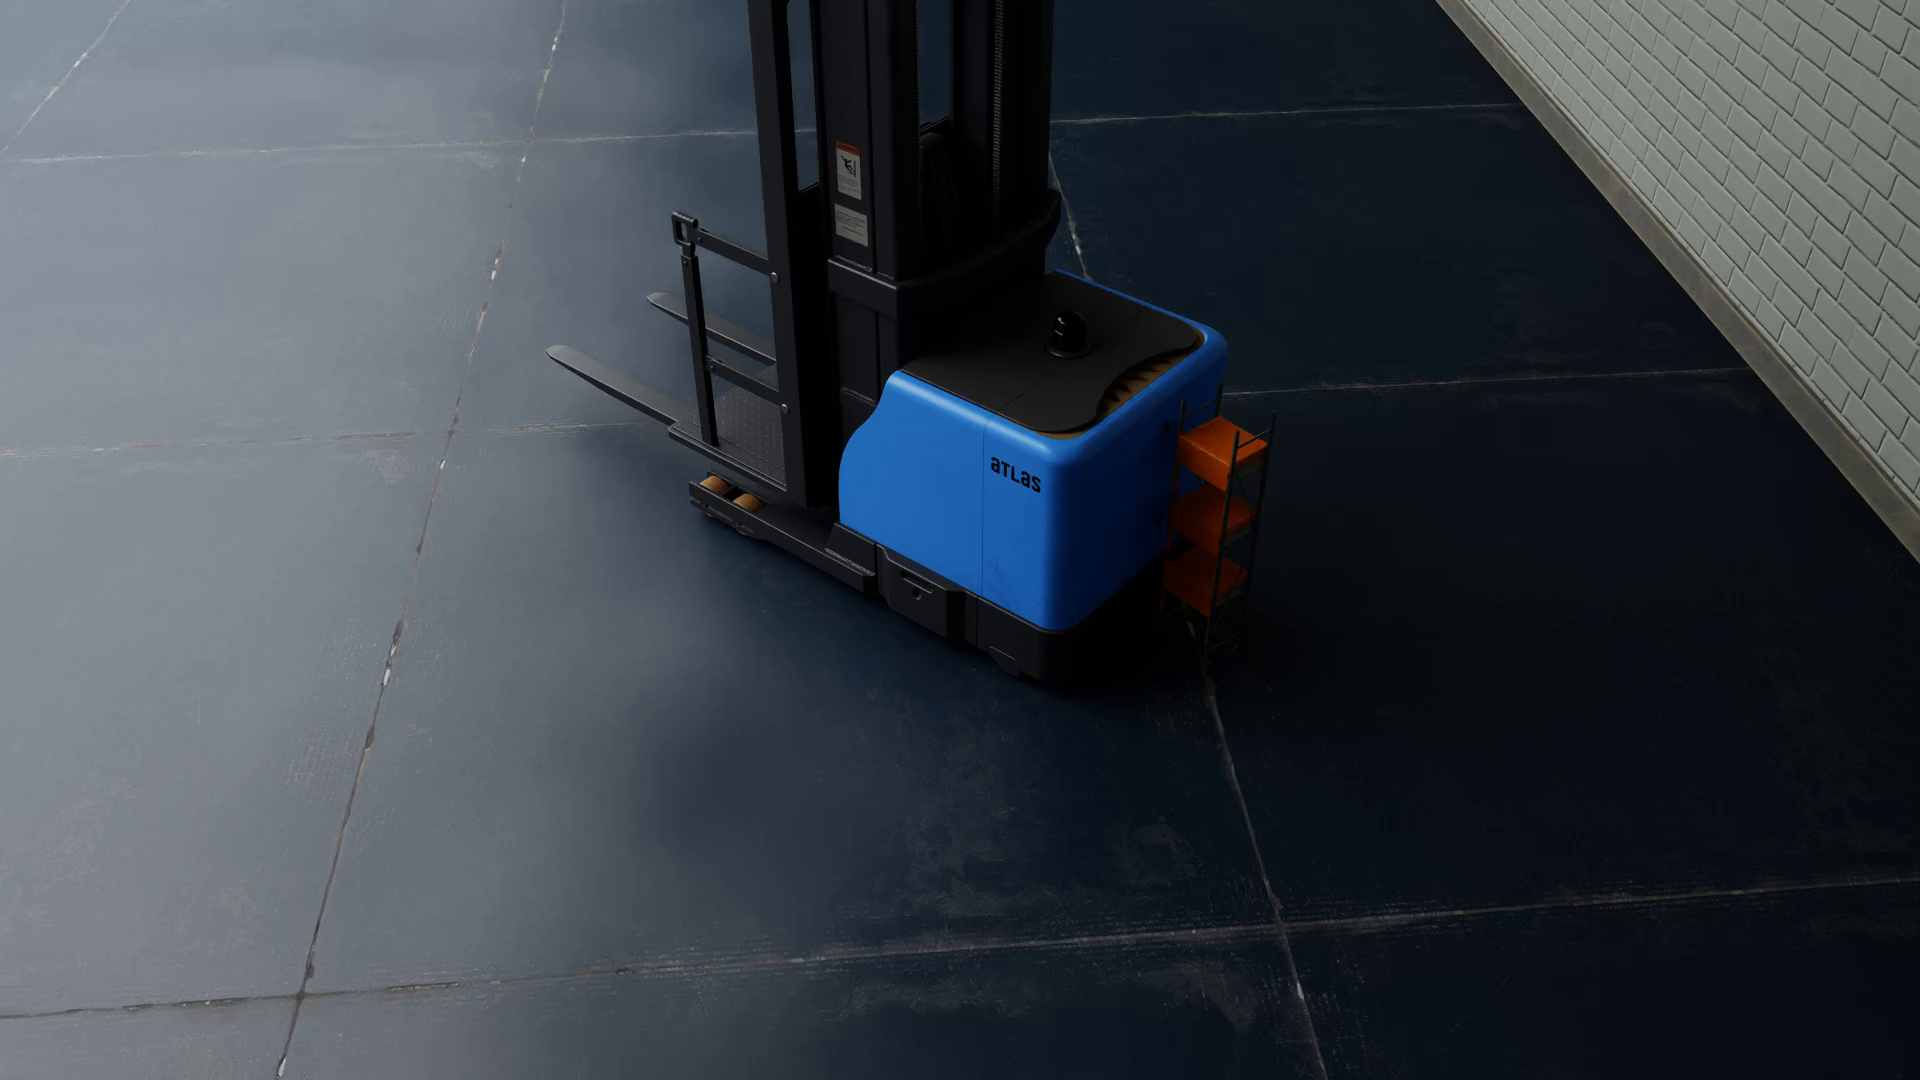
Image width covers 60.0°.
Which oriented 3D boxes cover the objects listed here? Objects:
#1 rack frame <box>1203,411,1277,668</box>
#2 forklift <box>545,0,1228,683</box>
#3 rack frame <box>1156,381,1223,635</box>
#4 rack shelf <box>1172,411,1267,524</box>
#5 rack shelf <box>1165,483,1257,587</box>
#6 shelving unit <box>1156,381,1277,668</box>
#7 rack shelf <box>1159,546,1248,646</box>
[{"bbox_3d":[0.982,0.020,5.875,0.200,1.050,0.008,-27,46,-31],"label":"rack frame"},{"bbox_3d":[-0.483,-1.396,6.152,3.031,2.935,1.130,27,46,30],"label":"forklift"},{"bbox_3d":[0.825,-0.096,6.021,0.200,1.050,0.008,-27,46,-31],"label":"rack frame"},{"bbox_3d":[0.907,-0.254,5.781,0.215,0.259,0.240,-27,46,-31],"label":"rack shelf"},{"bbox_3d":[0.903,-0.030,5.954,0.215,0.259,0.240,-27,46,-31],"label":"rack shelf"},{"bbox_3d":[0.904,-0.038,5.948,0.215,1.050,0.252,-27,46,-31],"label":"shelving unit"},{"bbox_3d":[0.900,0.190,6.124,0.215,0.259,0.240,-27,46,-31],"label":"rack shelf"}]
